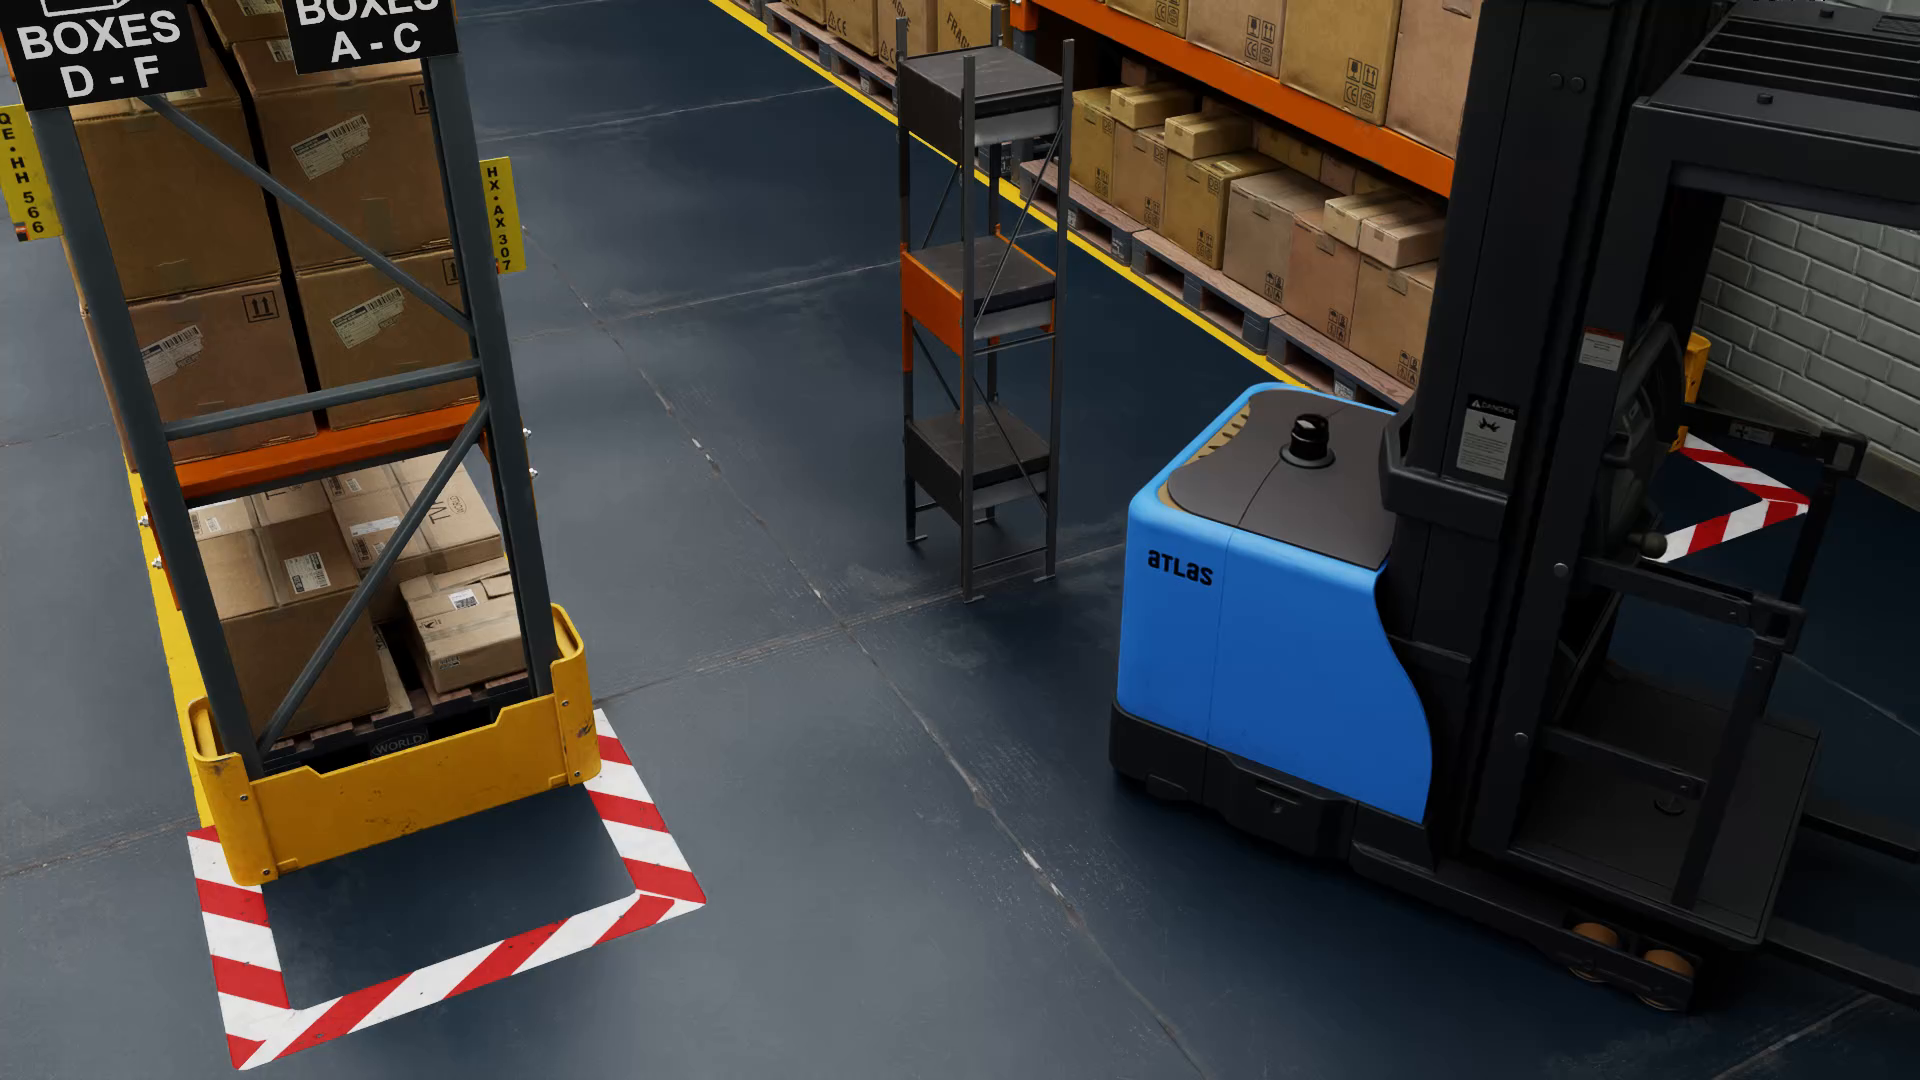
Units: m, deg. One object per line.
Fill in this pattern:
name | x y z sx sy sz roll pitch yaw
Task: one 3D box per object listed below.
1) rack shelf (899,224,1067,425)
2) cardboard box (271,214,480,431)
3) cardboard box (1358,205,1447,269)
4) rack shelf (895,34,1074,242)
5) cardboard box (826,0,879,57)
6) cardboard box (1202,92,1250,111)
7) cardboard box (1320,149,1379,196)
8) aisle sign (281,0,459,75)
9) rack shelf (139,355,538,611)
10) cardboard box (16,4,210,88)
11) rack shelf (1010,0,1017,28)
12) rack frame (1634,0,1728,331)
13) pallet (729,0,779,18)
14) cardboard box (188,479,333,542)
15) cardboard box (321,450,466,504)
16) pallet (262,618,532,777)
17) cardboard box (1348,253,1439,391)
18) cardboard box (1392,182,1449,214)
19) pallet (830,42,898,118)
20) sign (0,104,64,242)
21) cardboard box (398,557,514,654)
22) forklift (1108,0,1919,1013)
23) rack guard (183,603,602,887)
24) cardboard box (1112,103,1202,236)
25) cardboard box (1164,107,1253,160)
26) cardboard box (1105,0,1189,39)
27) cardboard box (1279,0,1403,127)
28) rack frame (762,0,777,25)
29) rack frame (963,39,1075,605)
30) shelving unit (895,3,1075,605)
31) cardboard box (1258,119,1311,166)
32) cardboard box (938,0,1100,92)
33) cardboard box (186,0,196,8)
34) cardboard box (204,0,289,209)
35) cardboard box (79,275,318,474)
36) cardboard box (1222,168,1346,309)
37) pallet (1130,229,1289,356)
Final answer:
rack shelf | 0.077 -0.794 6.068 0.431 0.518 0.480 -16 36 -23
cardboard box | -1.711 -0.702 4.972 0.500 0.500 0.500 -15 36 -22
cardboard box | 2.008 -1.351 7.405 0.380 0.149 0.250 -16 36 -24
rack shelf | 0.077 -1.383 5.690 0.431 0.518 0.480 -16 36 -23
cardboard box | -0.457 -3.915 11.684 0.750 0.750 0.750 -16 36 -23
cardboard box | 1.515 -2.295 8.879 0.380 0.149 0.250 -17 36 -25
cardboard box | 1.991 -1.808 8.119 0.380 0.149 0.250 -15 36 -22
aisle sign | -1.446 -1.517 3.928 0.394 0.787 0.004 -16 36 -23
rack shelf | -2.670 -1.033 6.249 1.077 0.370 4.000 -16 36 -23
cardboard box | -2.424 -1.229 4.868 0.500 0.500 0.500 -15 36 -22
rack shelf | -0.154 -4.190 11.176 1.077 0.370 4.000 -16 36 -23
rack frame | 2.643 -1.629 6.512 1.000 3.000 0.127 -16 36 -23
pallet | -1.450 -4.646 13.806 1.003 0.211 1.213 -16 36 -23
cardboard box | -2.625 -0.067 6.215 0.500 0.250 0.500 -16 36 -23
cardboard box | -2.206 -0.217 6.449 0.500 0.250 0.500 -16 36 -23
pallet | -2.145 0.376 5.967 1.003 0.211 1.213 -16 36 -23
cardboard box | 2.229 -1.062 7.555 0.700 0.500 0.500 -16 36 -23
cardboard box | 2.227 -1.568 7.743 0.380 0.149 0.250 -16 36 -23
pallet | -0.221 -3.296 11.699 1.003 0.211 1.213 -16 36 -23
sign | -2.237 -0.872 3.964 0.100 0.325 0.005 -16 36 -23
cardboard box | -1.745 0.221 5.843 0.380 0.166 0.250 -16 36 -23
forklift | 2.010 -0.240 4.407 3.031 2.935 1.130 19 37 27
rack guard | -1.773 0.635 5.296 1.175 0.500 0.348 -16 36 -23
cardboard box | 1.268 -2.039 9.080 0.700 0.500 0.500 -16 36 -24
cardboard box | 1.278 -2.094 8.565 0.380 0.149 0.250 -17 36 -24
cardboard box | 1.352 -3.052 8.455 0.980 0.700 0.700 -17 36 -24
cardboard box | 2.048 -2.341 7.345 0.980 0.700 0.700 -16 36 -23
rack frame | -1.087 -5.447 12.471 1.000 3.000 0.127 -16 36 -23
rack frame | 0.191 -0.689 5.878 0.400 2.100 0.015 -16 36 -23
shelving unit | 0.077 -0.805 6.060 0.431 2.100 0.503 -16 36 -23
cardboard box | 1.754 -2.052 8.498 0.380 0.149 0.250 -17 36 -24
cardboard box | 0.360 -3.087 10.392 0.750 0.750 0.750 -15 36 -23
cardboard box | -2.428 -1.852 5.841 0.500 0.500 0.500 -16 36 -24
cardboard box | -1.961 -1.370 5.088 0.500 0.500 0.500 -15 36 -23
cardboard box | -2.187 -0.569 4.764 0.500 0.500 0.500 -15 35 -22
cardboard box | 1.760 -1.541 8.303 0.700 0.500 0.500 -17 36 -25
pallet | 1.637 -1.398 8.737 1.003 0.211 1.213 -16 36 -23
